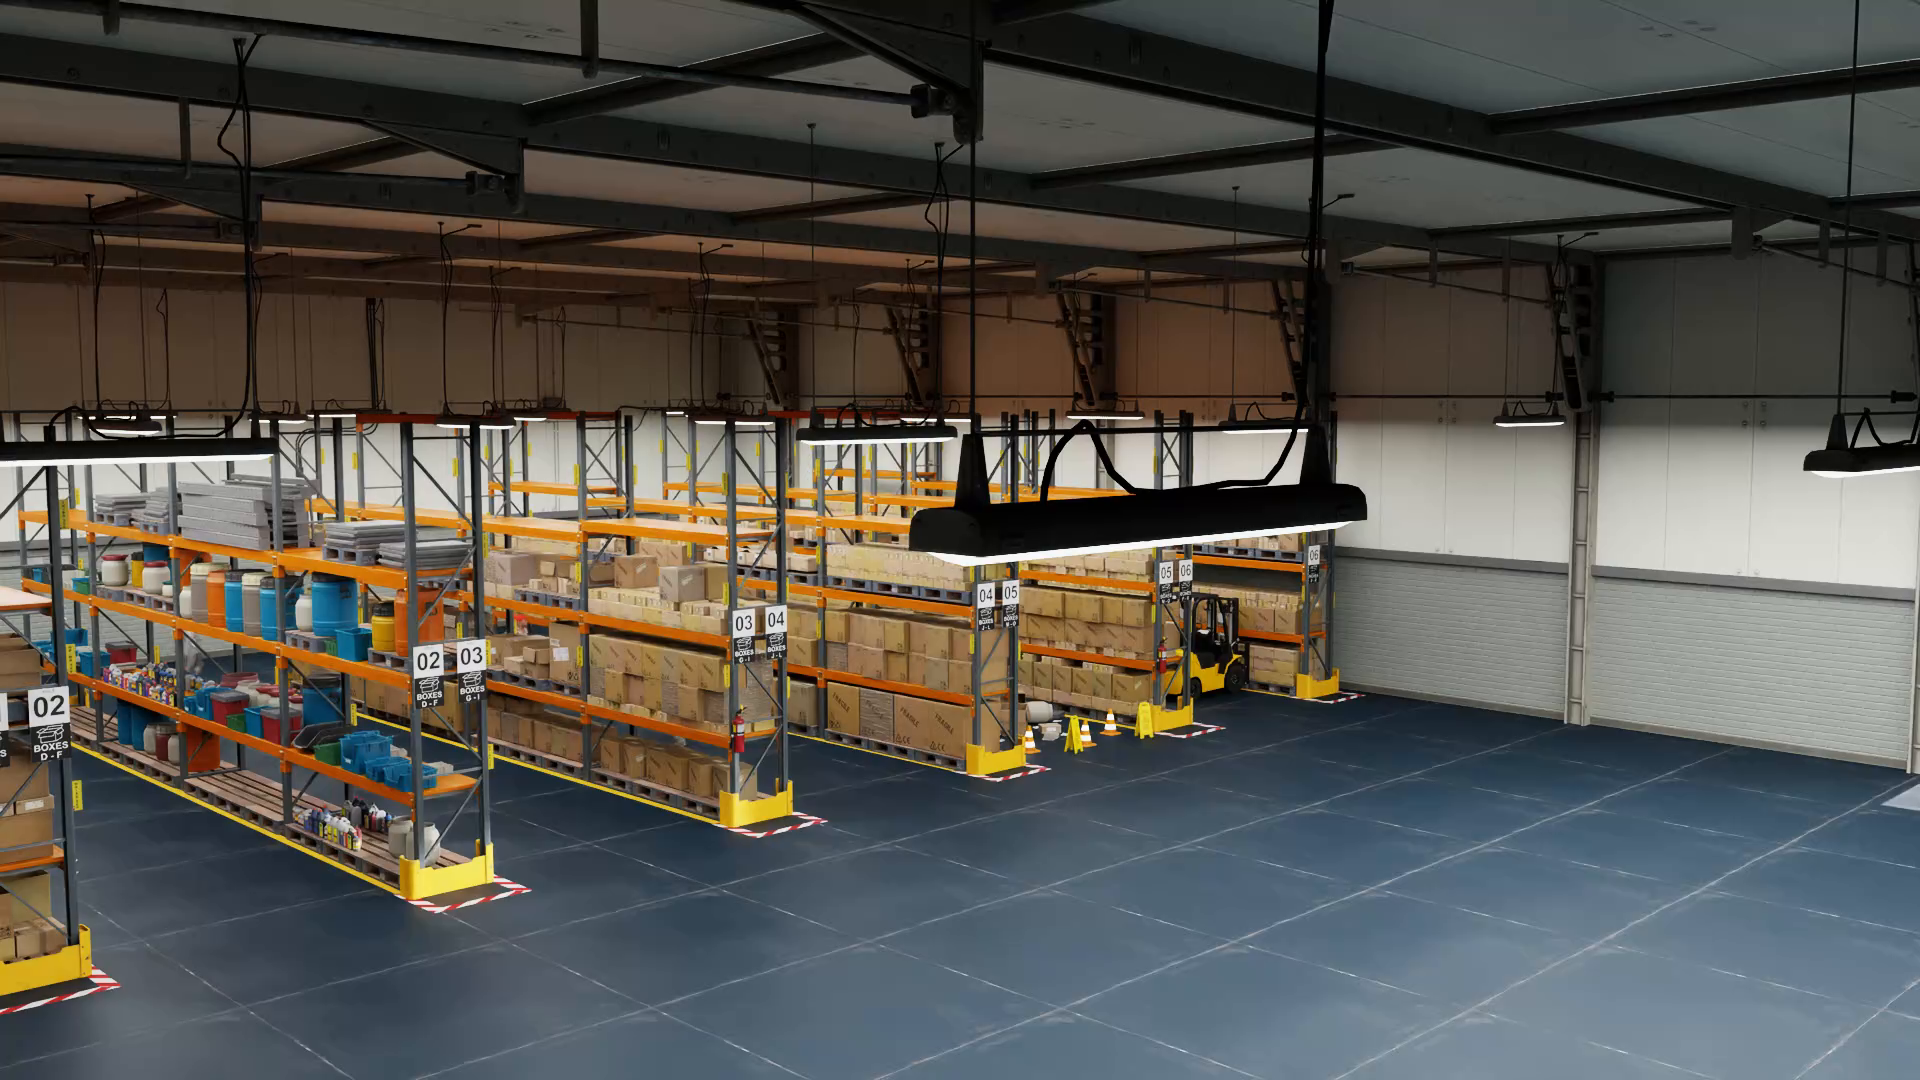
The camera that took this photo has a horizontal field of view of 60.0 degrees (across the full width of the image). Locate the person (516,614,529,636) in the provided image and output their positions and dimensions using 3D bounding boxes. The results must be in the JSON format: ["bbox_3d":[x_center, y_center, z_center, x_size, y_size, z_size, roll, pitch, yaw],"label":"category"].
[{"bbox_3d":[-9.253,1.990,34.901,0.366,0.865,0.672,5,7,45],"label":"person"}]

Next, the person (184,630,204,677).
[{"bbox_3d":[-16.444,2.553,35.609,0.577,1.389,0.465,-4,6,-39],"label":"person"}]
